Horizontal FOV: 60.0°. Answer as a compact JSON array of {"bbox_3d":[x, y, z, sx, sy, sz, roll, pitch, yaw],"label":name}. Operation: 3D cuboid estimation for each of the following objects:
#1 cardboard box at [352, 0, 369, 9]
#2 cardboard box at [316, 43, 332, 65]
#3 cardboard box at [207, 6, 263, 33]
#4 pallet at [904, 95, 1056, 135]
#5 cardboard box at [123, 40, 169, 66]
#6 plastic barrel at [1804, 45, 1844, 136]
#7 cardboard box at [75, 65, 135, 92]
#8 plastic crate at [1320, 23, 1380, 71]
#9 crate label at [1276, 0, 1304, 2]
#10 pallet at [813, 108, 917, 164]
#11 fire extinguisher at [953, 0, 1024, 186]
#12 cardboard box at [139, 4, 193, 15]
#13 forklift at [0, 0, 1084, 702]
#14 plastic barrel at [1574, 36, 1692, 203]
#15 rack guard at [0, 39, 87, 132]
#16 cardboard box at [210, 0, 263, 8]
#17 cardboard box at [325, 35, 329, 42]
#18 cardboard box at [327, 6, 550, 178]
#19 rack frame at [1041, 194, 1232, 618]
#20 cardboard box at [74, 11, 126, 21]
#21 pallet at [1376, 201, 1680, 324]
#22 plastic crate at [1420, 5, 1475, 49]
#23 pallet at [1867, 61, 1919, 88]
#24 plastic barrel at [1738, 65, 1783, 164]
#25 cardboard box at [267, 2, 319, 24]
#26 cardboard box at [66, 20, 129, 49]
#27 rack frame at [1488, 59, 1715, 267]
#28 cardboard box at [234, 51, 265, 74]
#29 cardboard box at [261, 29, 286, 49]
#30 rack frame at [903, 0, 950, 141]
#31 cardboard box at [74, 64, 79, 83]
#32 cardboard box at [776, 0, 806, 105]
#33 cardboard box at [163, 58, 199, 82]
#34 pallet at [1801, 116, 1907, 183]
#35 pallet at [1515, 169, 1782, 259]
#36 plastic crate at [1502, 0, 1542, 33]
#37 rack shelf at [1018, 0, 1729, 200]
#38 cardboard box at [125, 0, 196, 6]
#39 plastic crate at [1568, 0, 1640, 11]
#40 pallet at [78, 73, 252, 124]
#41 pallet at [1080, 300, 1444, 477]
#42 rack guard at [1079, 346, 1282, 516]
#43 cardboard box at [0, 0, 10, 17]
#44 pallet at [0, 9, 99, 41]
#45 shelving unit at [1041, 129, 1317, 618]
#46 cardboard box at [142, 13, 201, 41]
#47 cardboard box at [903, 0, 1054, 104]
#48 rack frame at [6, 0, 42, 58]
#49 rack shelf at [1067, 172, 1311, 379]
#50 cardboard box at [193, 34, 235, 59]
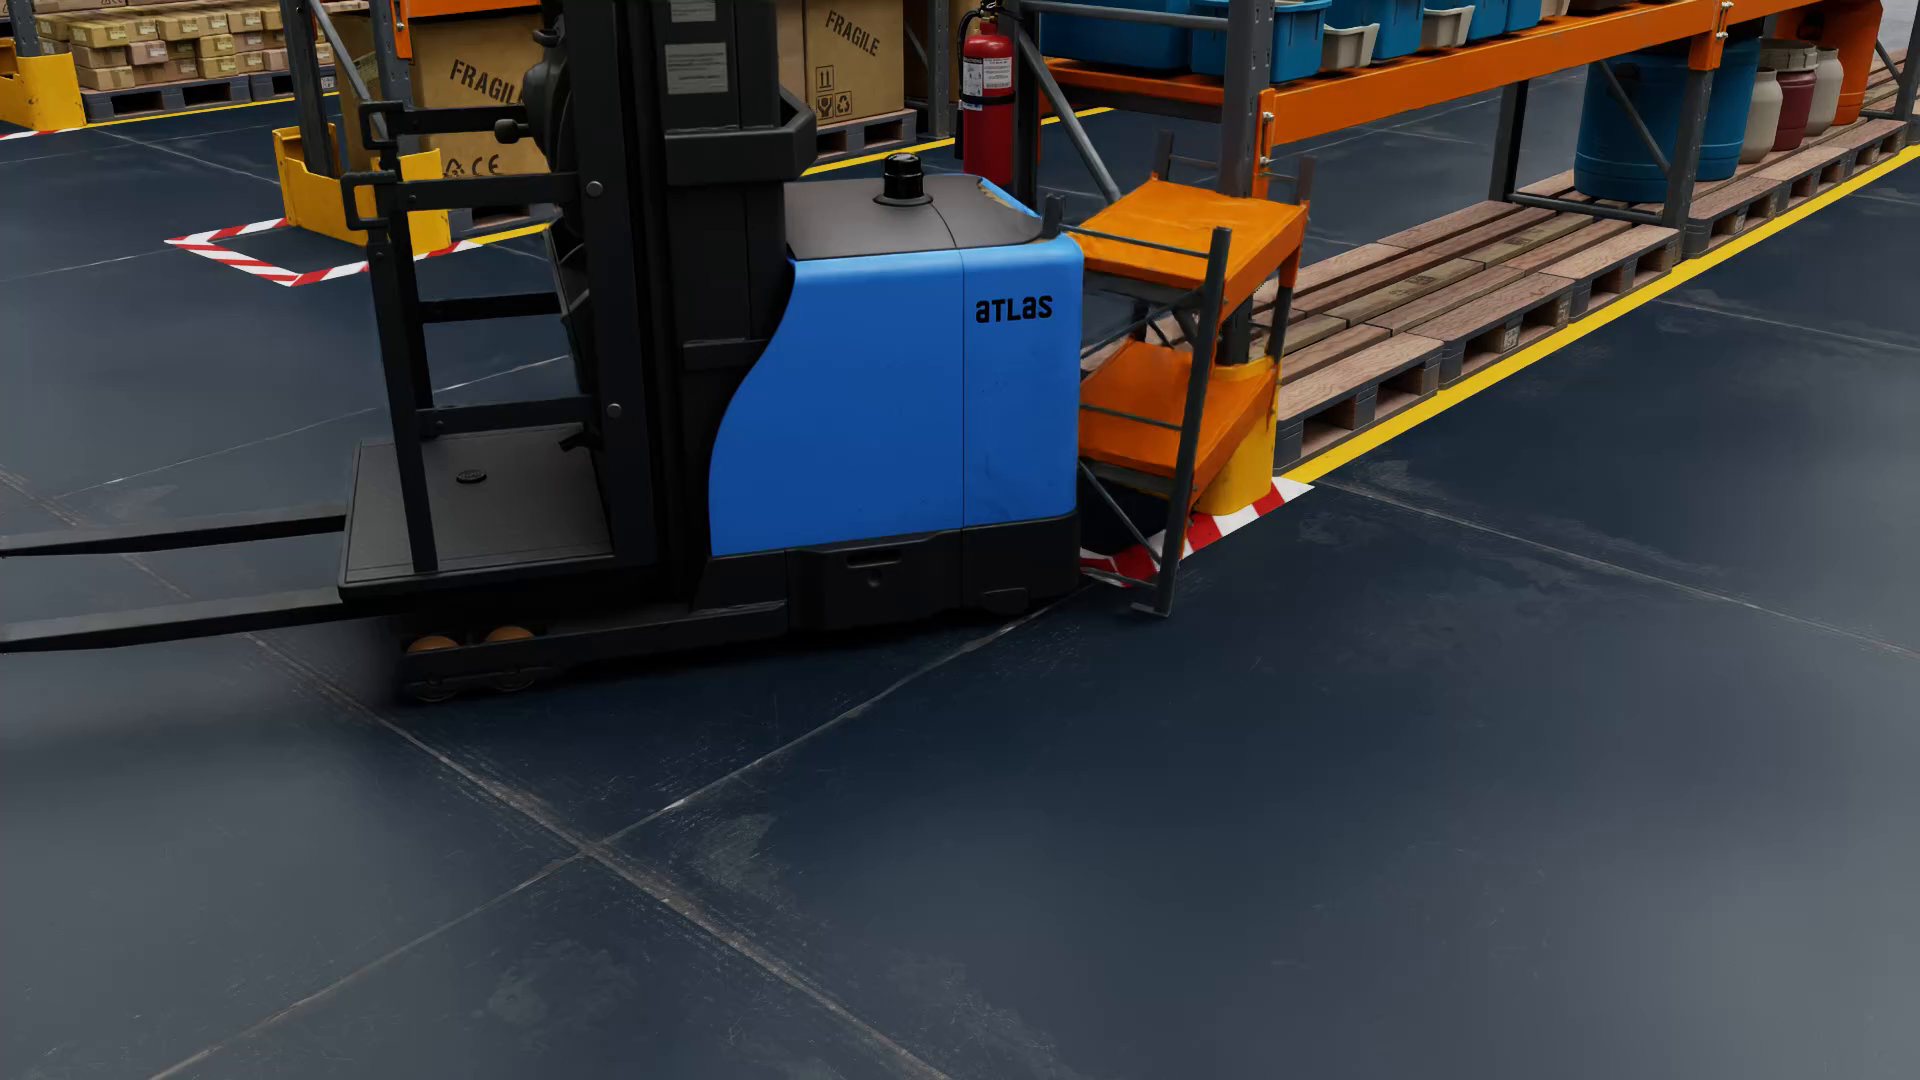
[{"bbox_3d":[-4.799,-4.266,13.342,0.380,0.149,0.250,18,30,35],"label":"cardboard box"},{"bbox_3d":[-5.170,-3.834,13.106,0.380,0.149,0.250,20,31,38],"label":"cardboard box"},{"bbox_3d":[-5.523,-3.964,12.669,0.380,0.149,0.250,22,32,39],"label":"cardboard box"},{"bbox_3d":[-0.025,-3.213,12.158,1.003,0.211,1.213,20,31,38],"label":"pallet"},{"bbox_3d":[-6.014,-3.580,12.177,0.380,0.149,0.250,20,31,37],"label":"cardboard box"},{"bbox_3d":[5.250,-2.802,10.361,0.421,0.512,0.421,0,24,0],"label":"plastic barrel"},{"bbox_3d":[-6.192,-3.359,12.047,0.380,0.149,0.250,21,32,39],"label":"cardboard box"},{"bbox_3d":[1.220,-1.626,5.460,0.250,0.136,0.298,20,31,38],"label":"plastic crate"},{"bbox_3d":[1.316,-2.040,6.381,0.396,0.136,0.243,20,31,38],"label":"crate label"},{"bbox_3d":[-1.050,-2.747,11.119,1.003,0.211,1.213,20,31,38],"label":"pallet"},{"bbox_3d":[0.095,-1.531,5.549,0.296,0.674,0.183,20,31,38],"label":"fire extinguisher"},{"bbox_3d":[-6.107,-4.025,12.805,0.380,0.149,0.250,19,30,36],"label":"cardboard box"},{"bbox_3d":[-1.232,-1.159,4.252,3.031,2.935,1.130,-7,25,-15],"label":"forklift"},{"bbox_3d":[3.580,-2.273,8.704,0.600,0.901,0.708,20,31,38],"label":"plastic barrel"},{"bbox_3d":[-6.729,-3.279,11.952,1.175,0.500,0.348,20,31,38],"label":"rack guard"},{"bbox_3d":[-5.710,-4.172,13.133,0.380,0.149,0.250,19,30,36],"label":"cardboard box"},{"bbox_3d":[-5.011,-4.078,13.286,0.380,0.149,0.250,18,30,35],"label":"cardboard box"},{"bbox_3d":[-2.786,-2.450,9.132,0.875,0.875,0.875,20,31,38],"label":"cardboard box"},{"bbox_3d":[0.412,-0.348,4.560,0.500,1.125,0.032,15,28,19],"label":"rack frame"},{"bbox_3d":[-6.405,-3.850,12.414,0.380,0.149,0.250,21,32,38],"label":"cardboard box"},{"bbox_3d":[2.742,-1.370,8.048,1.003,0.211,1.213,20,31,38],"label":"pallet"},{"bbox_3d":[1.673,-1.833,5.921,0.250,0.136,0.298,20,31,38],"label":"plastic crate"},{"bbox_3d":[7.234,-3.419,12.618,1.003,0.211,1.213,20,31,38],"label":"pallet"},{"bbox_3d":[4.496,-2.458,9.594,0.421,0.512,0.421,0,24,0],"label":"plastic barrel"},{"bbox_3d":[-5.217,-4.134,13.049,0.380,0.149,0.250,20,31,38],"label":"cardboard box"},{"bbox_3d":[-6.177,-3.625,11.913,0.380,0.149,0.250,18,30,35],"label":"cardboard box"},{"bbox_3d":[3.204,-2.877,8.001,1.000,3.000,0.127,20,31,38],"label":"rack frame"},{"bbox_3d":[-5.566,-3.691,12.786,0.380,0.149,0.250,20,31,38],"label":"cardboard box"},{"bbox_3d":[-5.408,-3.928,12.953,0.380,0.149,0.250,22,32,40],"label":"cardboard box"},{"bbox_3d":[-0.484,-4.230,11.018,1.000,3.000,0.127,20,31,38],"label":"rack frame"},{"bbox_3d":[-6.584,-3.504,12.371,0.380,0.149,0.250,21,31,38],"label":"cardboard box"},{"bbox_3d":[-1.585,-2.999,10.355,0.875,0.875,0.875,20,31,38],"label":"cardboard box"},{"bbox_3d":[-5.918,-3.539,12.448,0.380,0.149,0.250,21,31,38],"label":"cardboard box"},{"bbox_3d":[5.379,-2.572,10.729,1.003,0.211,1.213,20,31,38],"label":"pallet"},{"bbox_3d":[3.750,-1.829,9.071,1.003,0.211,1.213,20,31,38],"label":"pallet"},{"bbox_3d":[2.024,-2.088,6.371,0.416,0.233,0.300,20,31,38],"label":"plastic crate"},{"bbox_3d":[1.869,-1.940,6.789,1.077,0.370,4.000,20,31,38],"label":"rack shelf"},{"bbox_3d":[-8.363,-5.796,17.130,0.875,0.438,0.875,20,31,37],"label":"cardboard box"},{"bbox_3d":[2.657,-2.365,7.121,0.437,0.125,0.590,20,31,38],"label":"plastic crate"},{"bbox_3d":[-6.161,-3.385,12.541,1.003,0.211,1.213,20,31,38],"label":"pallet"},{"bbox_3d":[1.114,-0.627,6.390,1.003,0.211,1.213,20,31,38],"label":"pallet"},{"bbox_3d":[0.528,-0.507,5.770,1.175,0.500,0.348,20,31,38],"label":"rack guard"},{"bbox_3d":[-9.563,-5.249,15.909,0.875,0.438,0.875,21,32,39],"label":"cardboard box"},{"bbox_3d":[-9.244,-5.080,16.321,1.003,0.211,1.213,20,31,38],"label":"pallet"},{"bbox_3d":[0.613,-0.538,4.986,0.538,1.125,1.048,15,28,19],"label":"shelving unit"},{"bbox_3d":[-5.819,-3.784,12.267,0.380,0.149,0.250,20,31,37],"label":"cardboard box"},{"bbox_3d":[-0.072,-3.652,11.813,1.225,0.875,0.875,20,31,38],"label":"cardboard box"},{"bbox_3d":[-6.780,-4.396,11.389,1.000,3.000,0.127,20,31,38],"label":"rack frame"},{"bbox_3d":[0.638,-0.800,4.857,0.538,0.278,1.000,15,28,19],"label":"rack shelf"},{"bbox_3d":[-5.665,-3.728,12.505,0.380,0.149,0.250,21,32,39],"label":"cardboard box"}]
